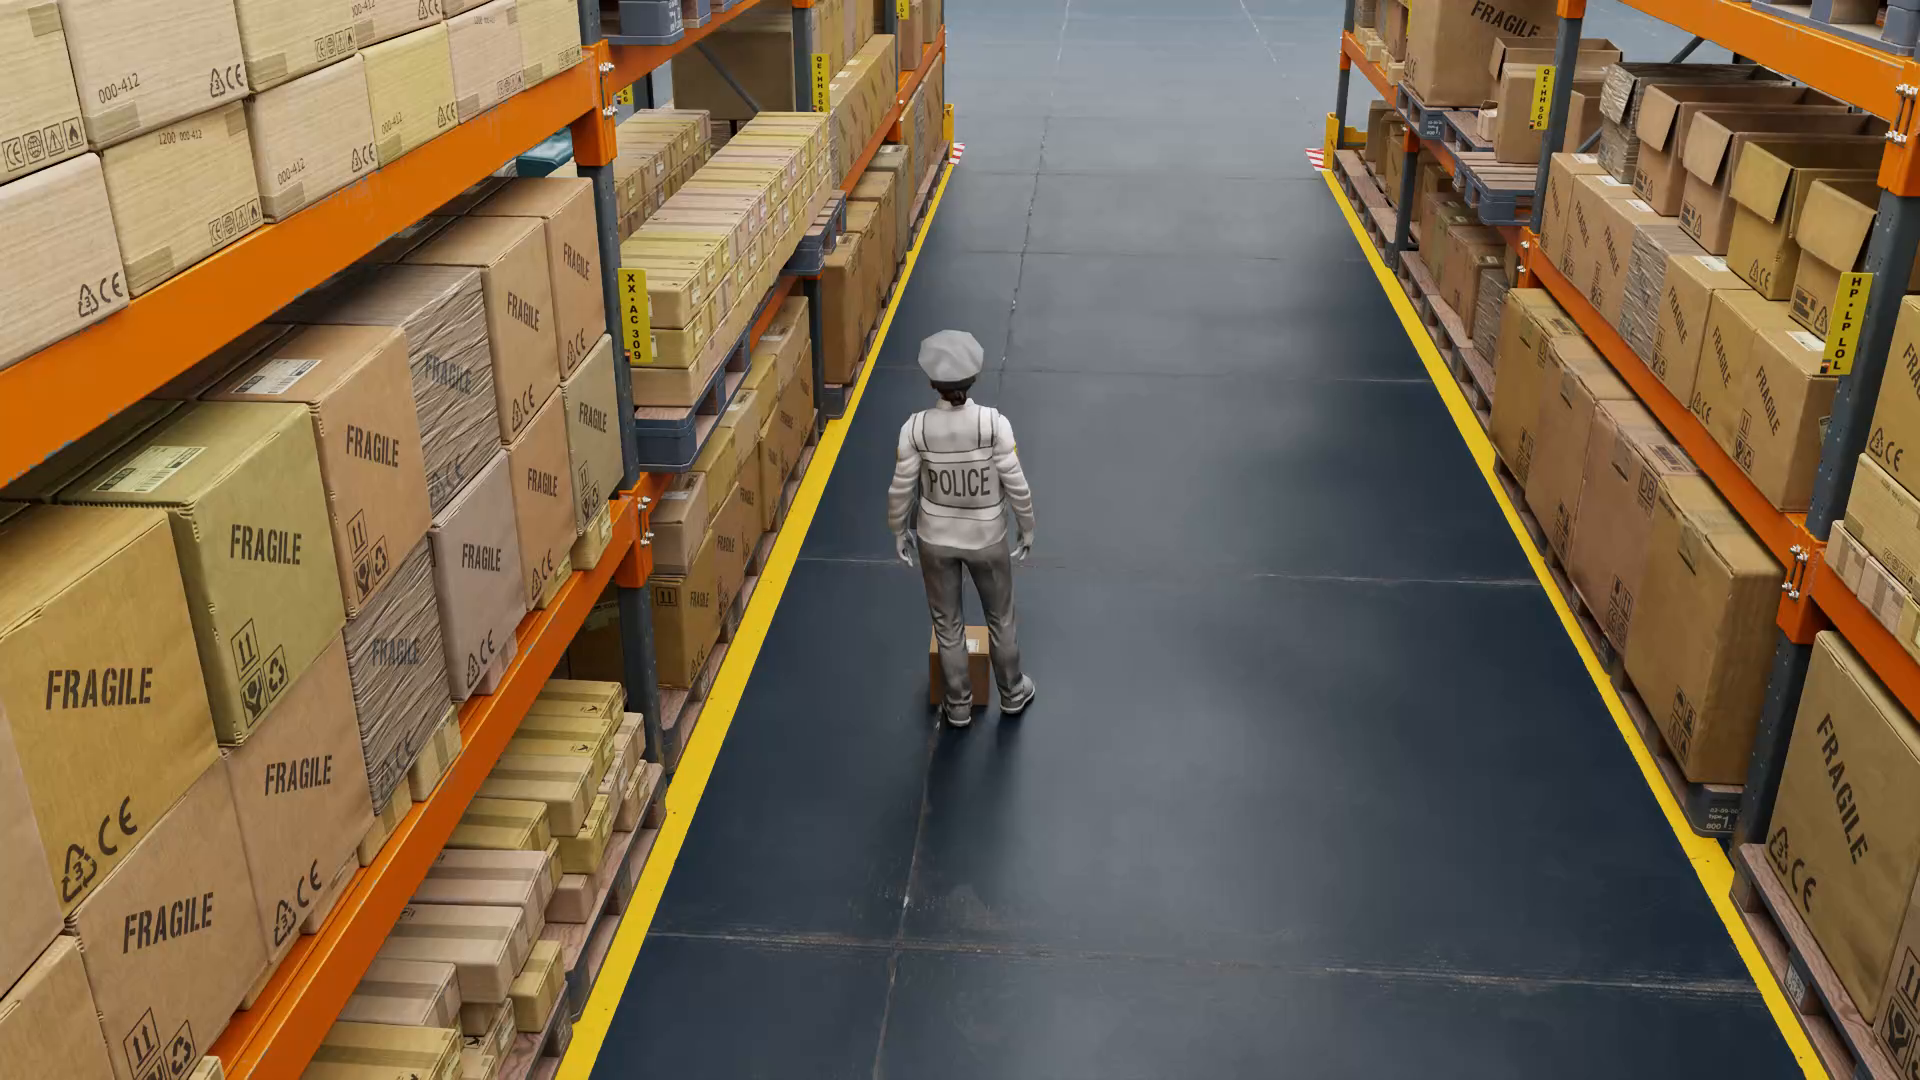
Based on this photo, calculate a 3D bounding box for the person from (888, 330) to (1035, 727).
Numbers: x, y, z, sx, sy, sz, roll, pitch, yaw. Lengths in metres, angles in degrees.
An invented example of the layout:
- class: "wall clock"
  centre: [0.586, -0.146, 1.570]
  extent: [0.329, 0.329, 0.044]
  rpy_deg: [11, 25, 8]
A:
- class: "person"
  centre: [0.014, -0.041, 6.633]
  extent: [0.587, 1.696, 0.534]
  rpy_deg: [2, 25, 4]
